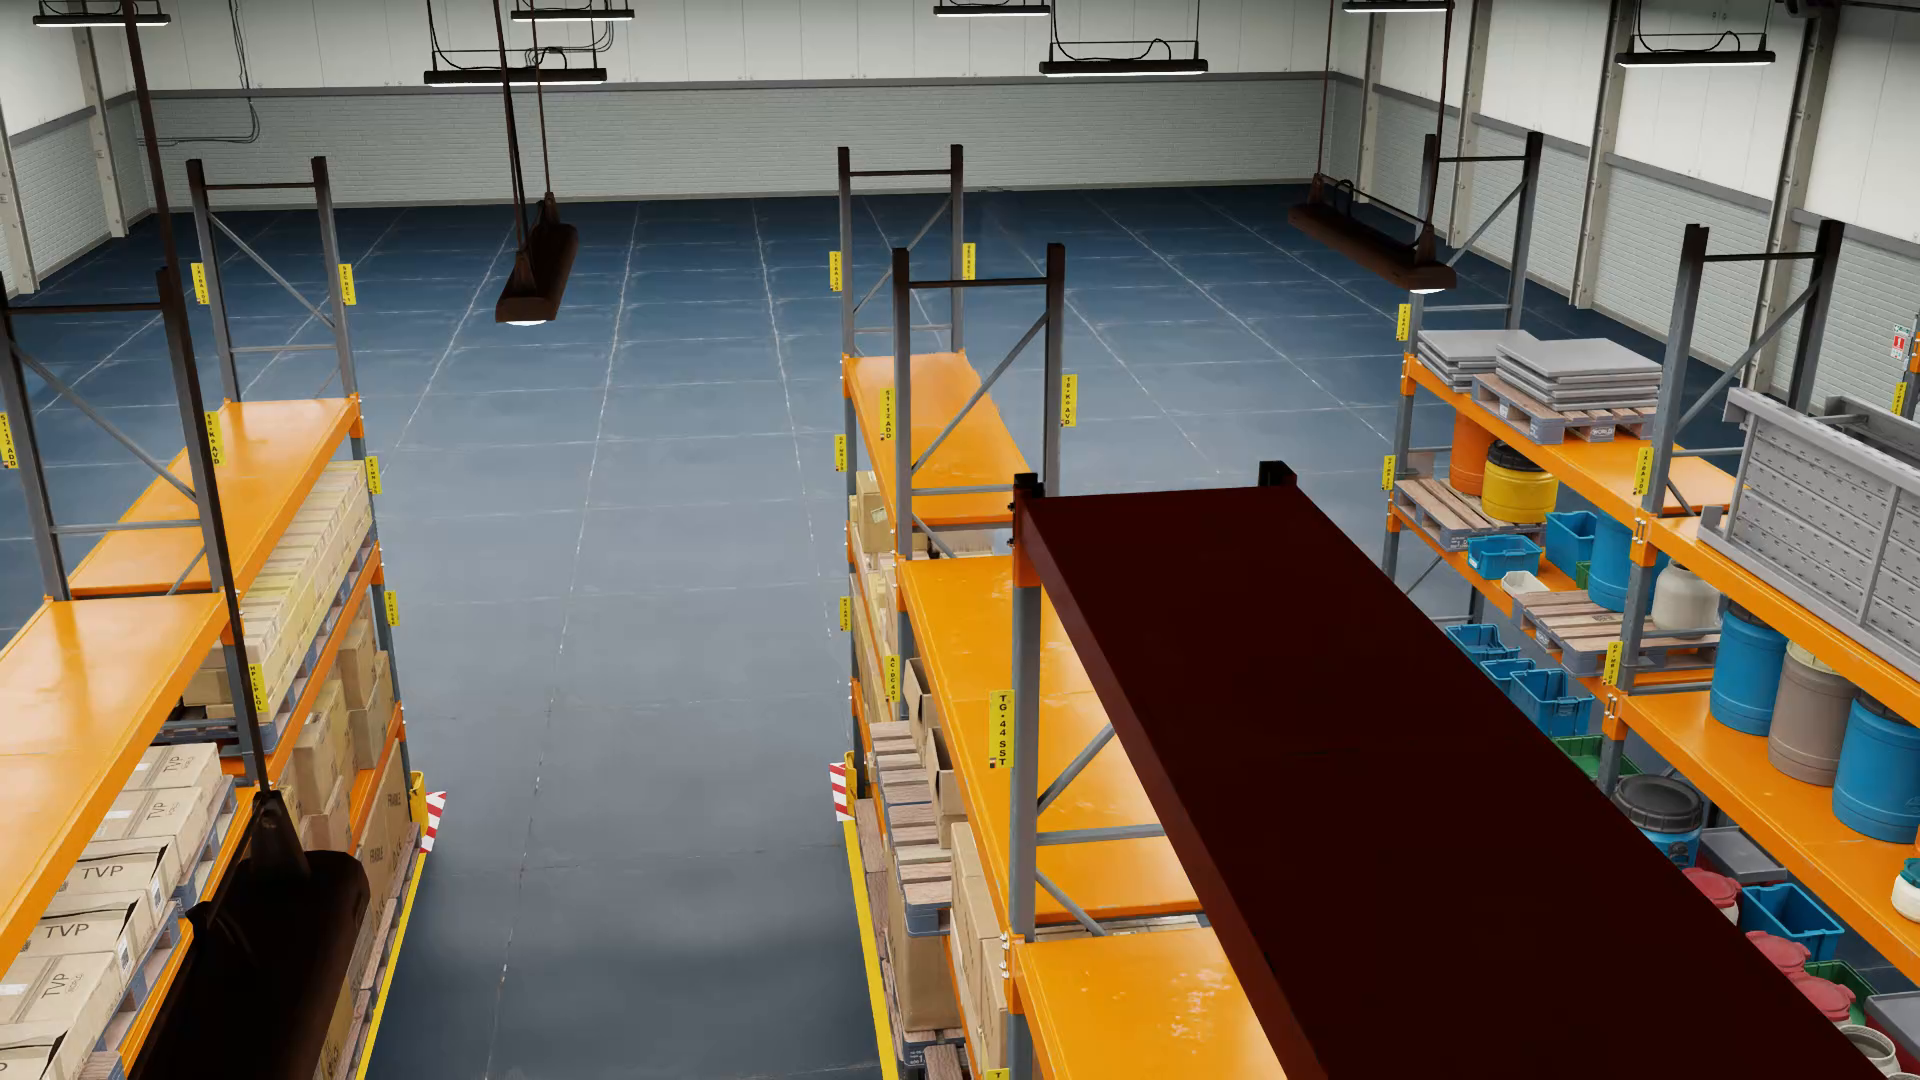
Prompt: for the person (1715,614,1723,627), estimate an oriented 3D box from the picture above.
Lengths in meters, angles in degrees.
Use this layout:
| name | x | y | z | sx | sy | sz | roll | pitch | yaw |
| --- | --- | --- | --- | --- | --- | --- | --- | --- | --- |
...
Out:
| name | x | y | z | sx | sy | sz | roll | pitch | yaw |
| --- | --- | --- | --- | --- | --- | --- | --- | --- | --- |
| person | 8.068 | 0.394 | 18.239 | 0.927 | 1.770 | 0.730 | 10 | 24 | 24 |
